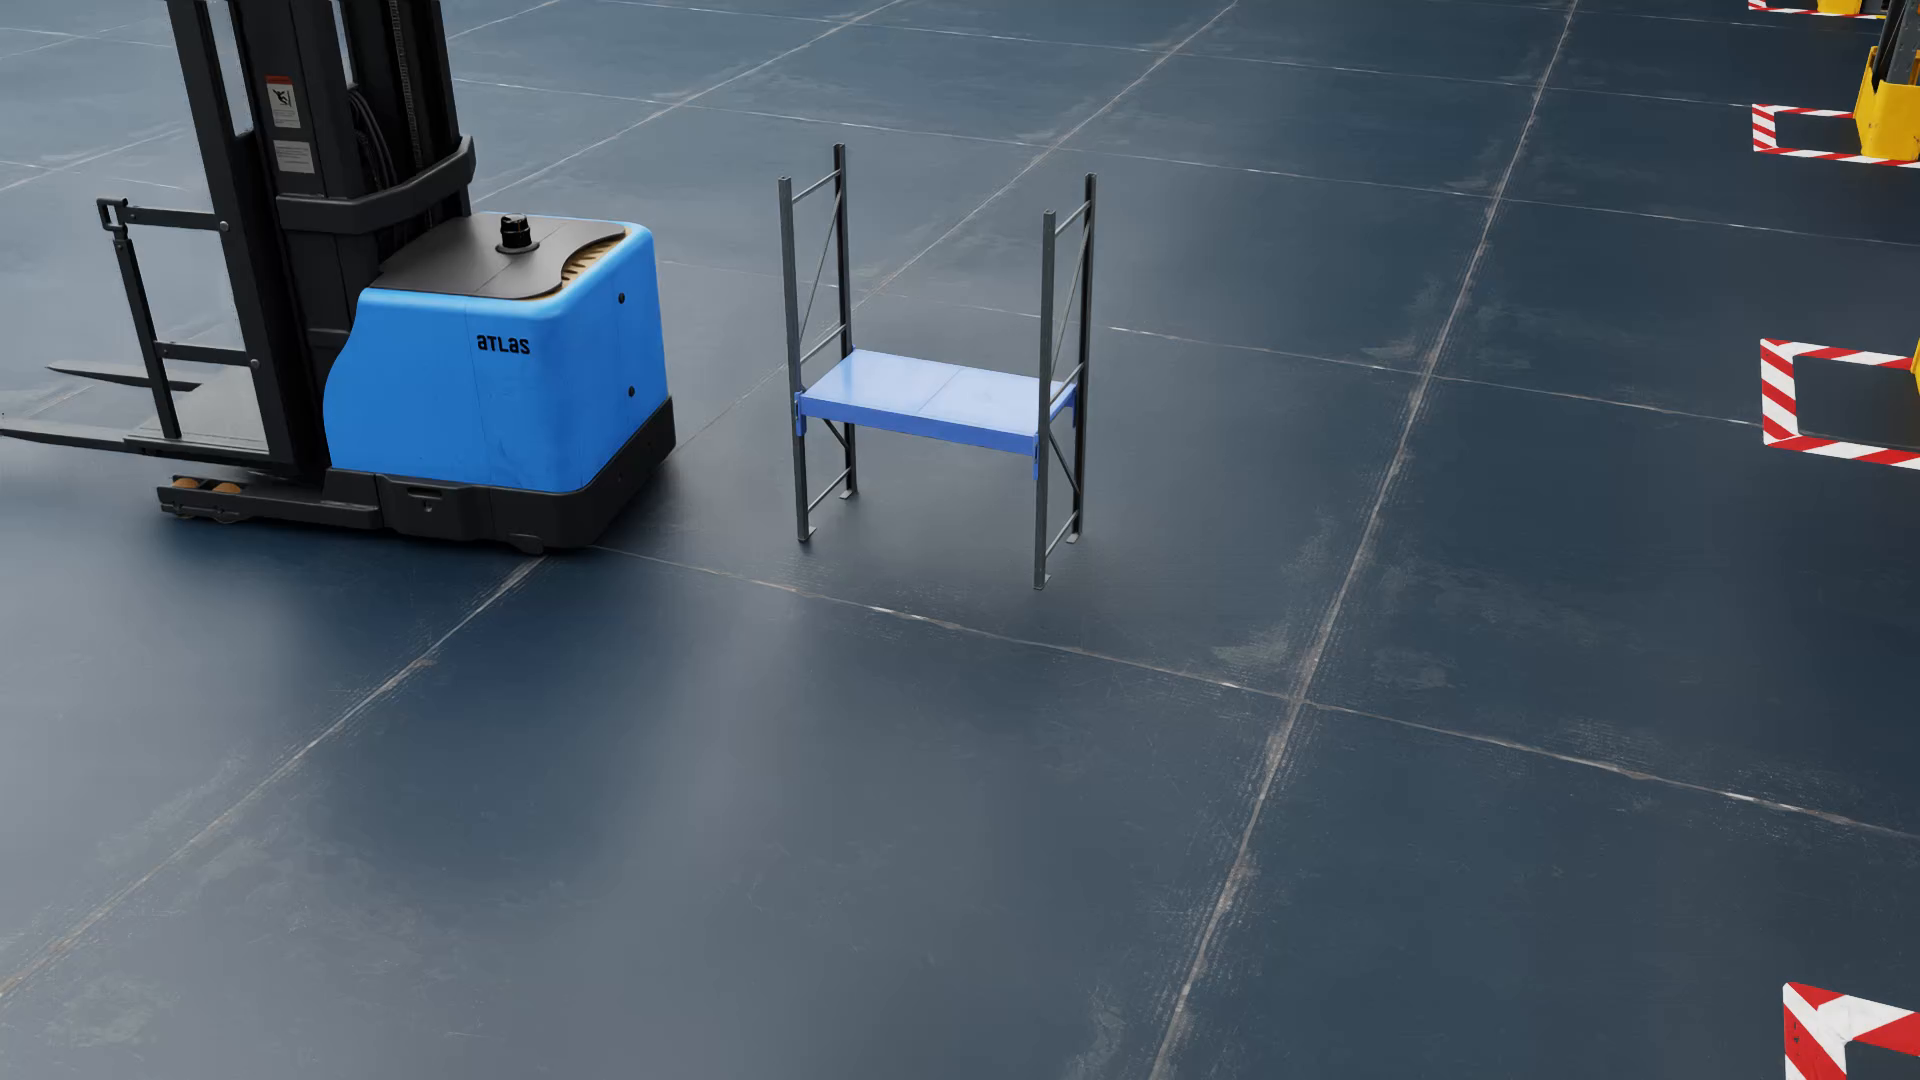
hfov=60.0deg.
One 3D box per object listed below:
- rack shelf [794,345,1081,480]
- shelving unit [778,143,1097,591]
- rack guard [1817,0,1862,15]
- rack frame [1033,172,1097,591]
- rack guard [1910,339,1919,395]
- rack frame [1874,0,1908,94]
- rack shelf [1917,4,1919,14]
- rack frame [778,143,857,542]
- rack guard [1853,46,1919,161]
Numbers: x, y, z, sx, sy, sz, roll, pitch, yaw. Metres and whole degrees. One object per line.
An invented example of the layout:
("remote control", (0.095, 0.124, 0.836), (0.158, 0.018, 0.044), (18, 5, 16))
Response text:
("rack shelf", (-0.079, -0.512, 6.497), (1.000, 0.185, 0.538), (11, 31, 19))
("shelving unit", (-0.079, -0.669, 6.409), (1.048, 1.500, 0.538), (11, 31, 19))
("rack guard", (8.319, -5.334, 15.679), (0.348, 0.500, 1.175), (11, 31, 19))
("rack frame", (0.392, -0.575, 6.242), (0.032, 1.500, 0.500), (11, 31, 19))
("rack guard", (4.683, -0.799, 7.656), (0.348, 0.500, 1.175), (11, 31, 19))
("rack frame", (6.474, -4.159, 11.059), (0.053, 2.616, 0.949), (11, 31, 19))
("rack shelf", (8.328, -3.477, 10.584), (4.000, 0.370, 1.077), (11, 31, 19))
("rack frame", (-0.550, -0.763, 6.575), (0.032, 1.500, 0.500), (11, 31, 19))
("rack guard", (6.563, -3.079, 11.690), (0.348, 0.500, 1.175), (11, 31, 19))
